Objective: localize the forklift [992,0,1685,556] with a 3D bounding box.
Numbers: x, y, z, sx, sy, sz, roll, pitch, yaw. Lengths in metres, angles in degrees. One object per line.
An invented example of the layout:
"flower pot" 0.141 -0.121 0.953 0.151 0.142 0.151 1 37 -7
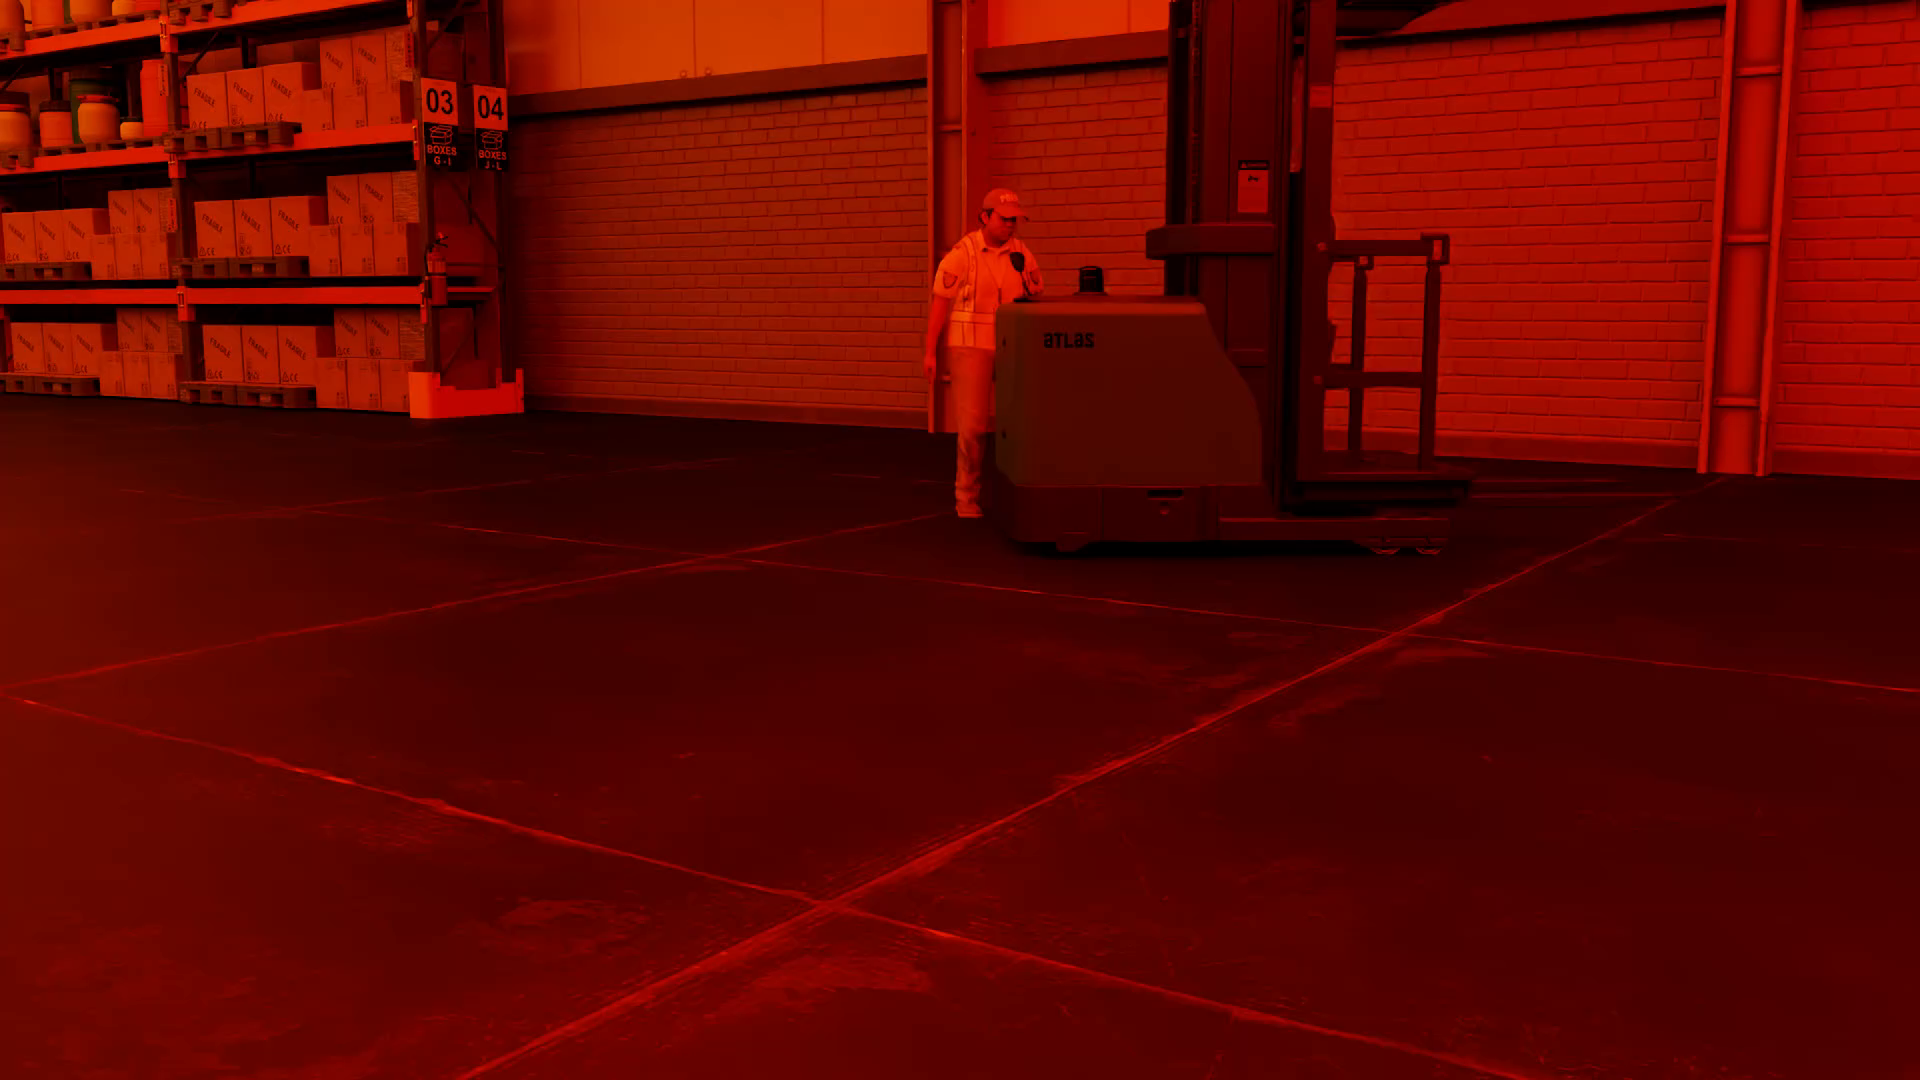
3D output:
"forklift" 1.697 -1.458 7.445 3.031 2.935 1.130 -1 8 -4

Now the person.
"person" 0.207 -0.934 8.379 0.778 1.640 0.459 -3 9 -19
